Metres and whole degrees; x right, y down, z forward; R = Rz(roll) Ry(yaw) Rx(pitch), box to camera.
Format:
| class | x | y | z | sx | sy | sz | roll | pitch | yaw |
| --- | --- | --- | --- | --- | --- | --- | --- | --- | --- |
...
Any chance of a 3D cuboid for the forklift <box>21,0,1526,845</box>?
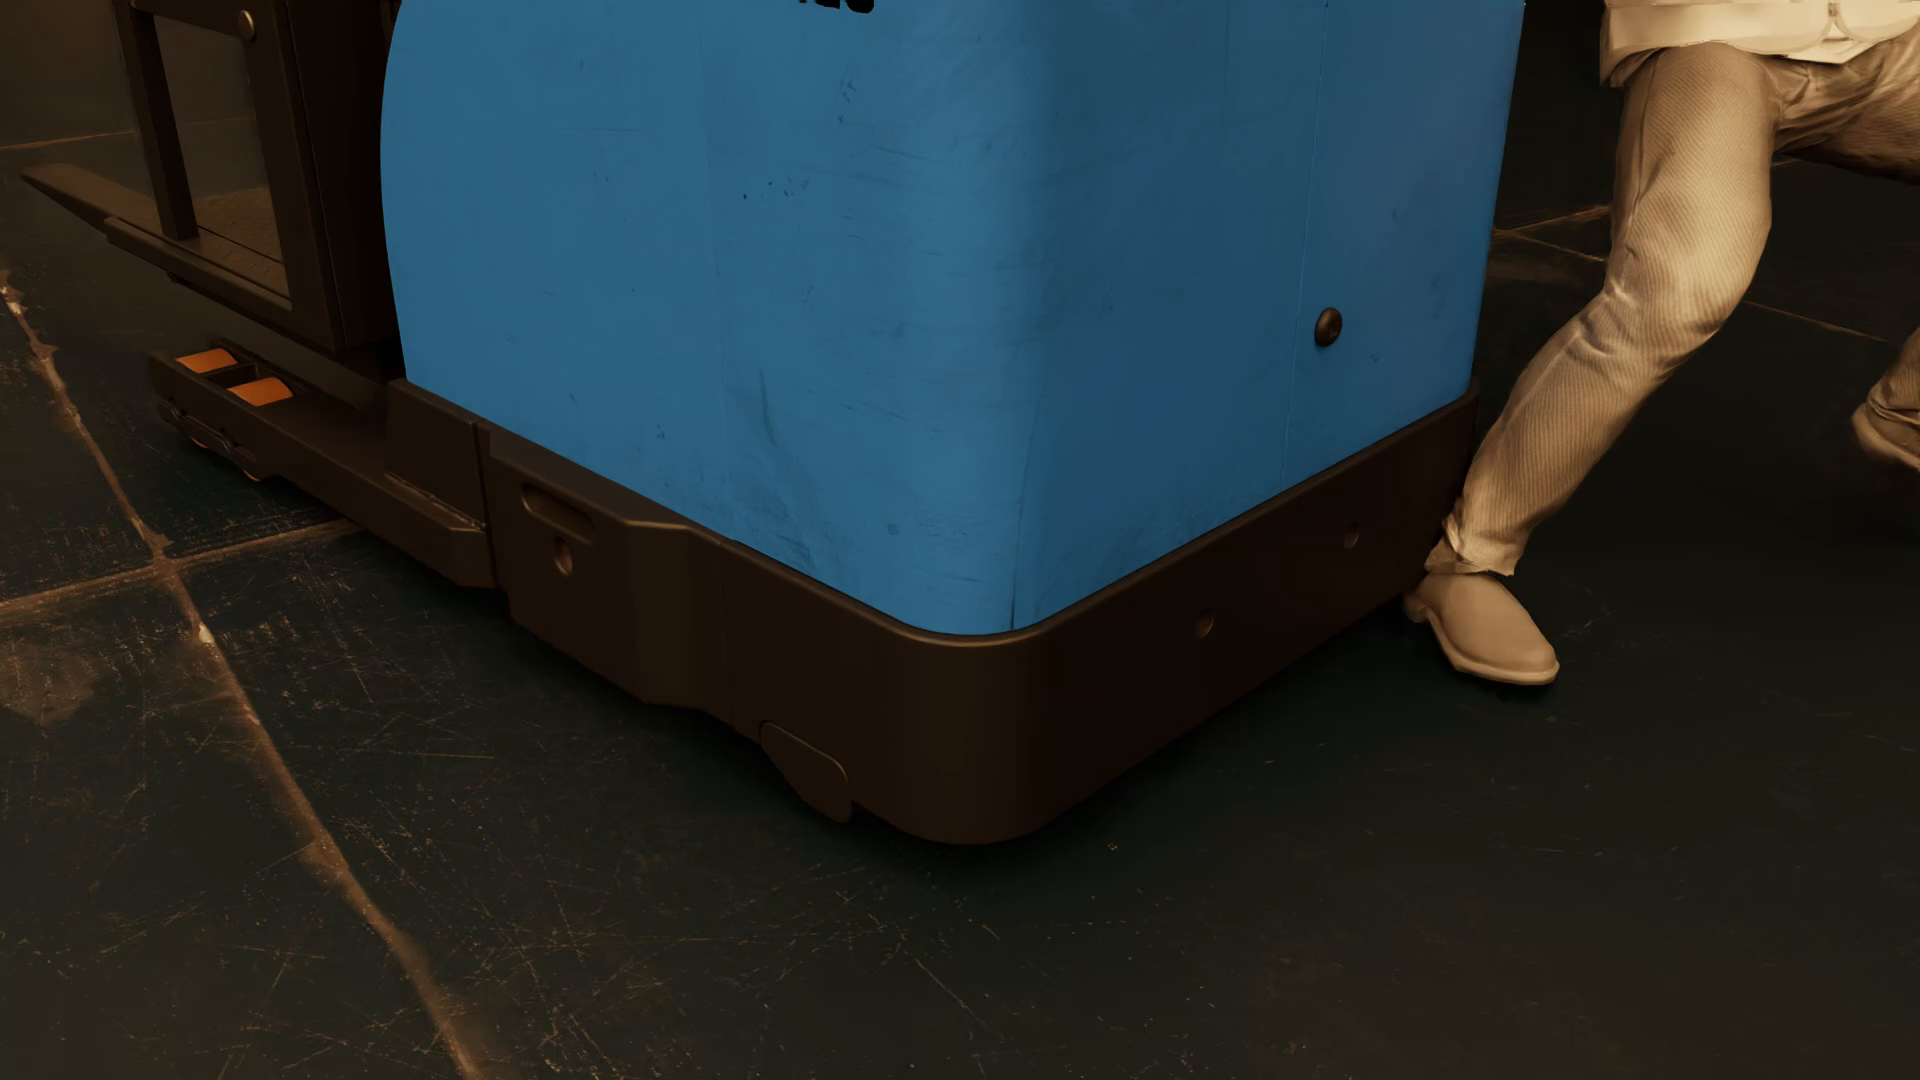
| class | x | y | z | sx | sy | sz | roll | pitch | yaw |
| --- | --- | --- | --- | --- | --- | --- | --- | --- | --- |
| forklift | -0.713 | -1.551 | 2.324 | 3.031 | 2.935 | 1.130 | 23 | 35 | 38 |

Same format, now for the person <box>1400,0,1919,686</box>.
| class | x | y | z | sx | sy | sz | roll | pitch | yaw |
| --- | --- | --- | --- | --- | --- | --- | --- | --- | --- |
| person | 1.133 | -0.648 | 2.092 | 1.092 | 1.528 | 0.734 | -5 | 27 | -9 |
